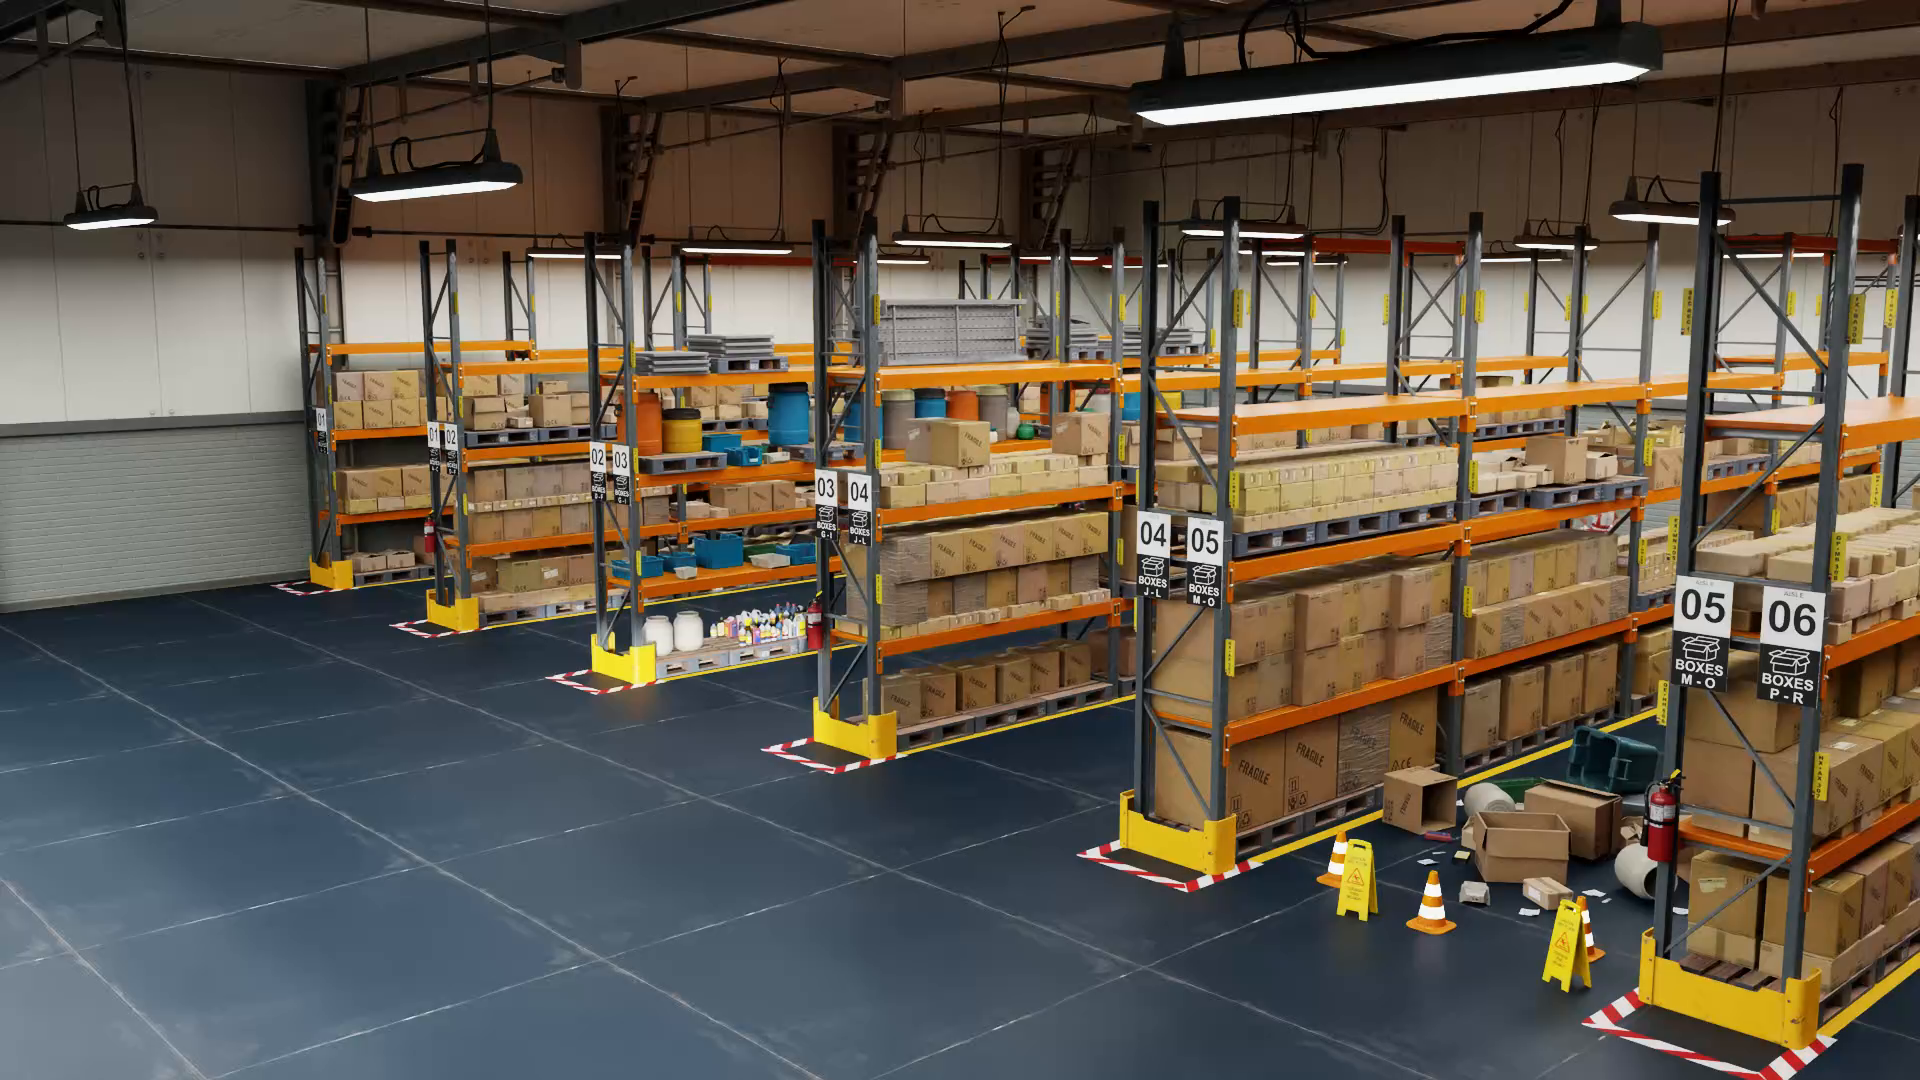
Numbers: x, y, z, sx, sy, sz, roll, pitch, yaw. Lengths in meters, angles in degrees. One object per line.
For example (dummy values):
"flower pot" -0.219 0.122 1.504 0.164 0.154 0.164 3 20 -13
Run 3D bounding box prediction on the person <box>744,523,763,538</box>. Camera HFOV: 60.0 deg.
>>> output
"person" -3.951 -0.346 32.333 0.800 1.604 0.558 -7 11 -39

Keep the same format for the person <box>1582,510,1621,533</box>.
"person" 11.555 -0.112 30.081 0.657 1.756 0.778 -2 9 -13
